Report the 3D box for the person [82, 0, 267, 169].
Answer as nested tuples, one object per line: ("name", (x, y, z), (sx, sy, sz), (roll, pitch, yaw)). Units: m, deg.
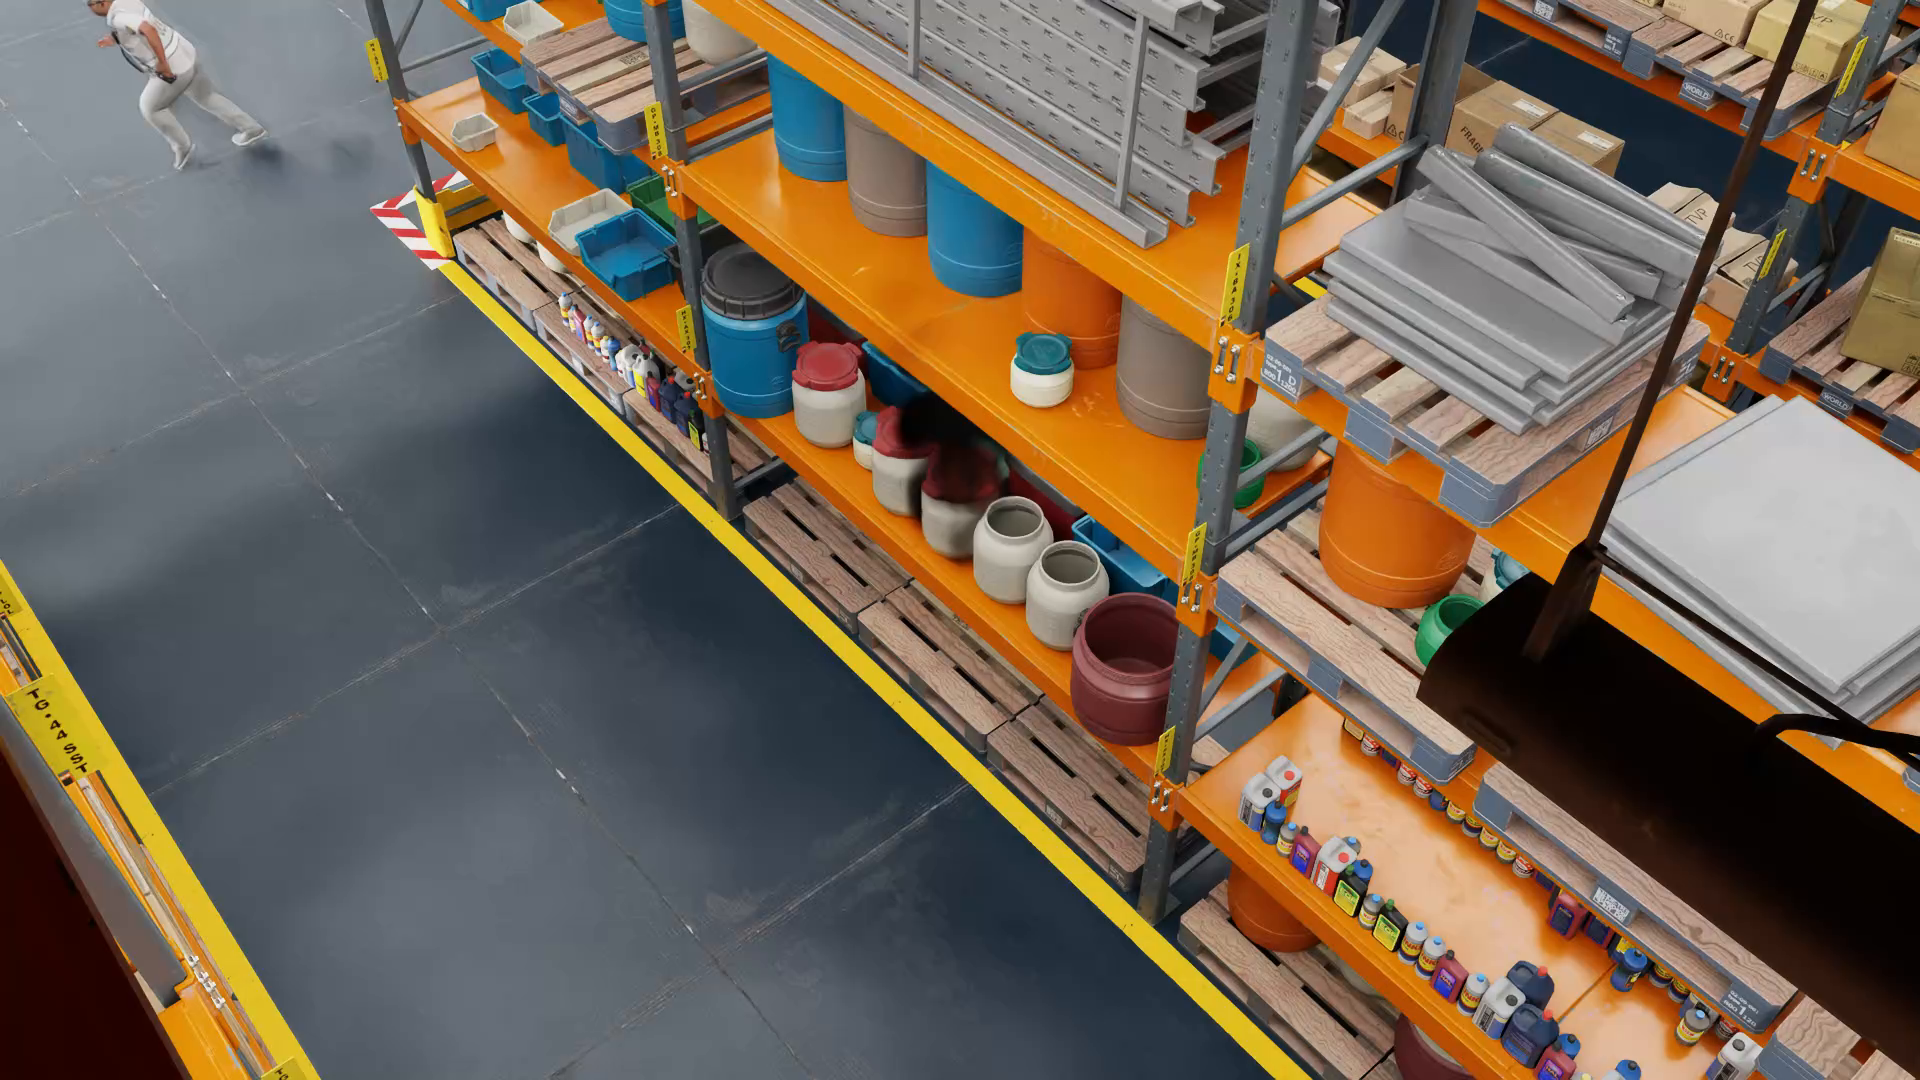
("person", (-6.338, -3.756, 13.461), (1.027, 1.706, 0.703), (-10, 47, -9))
